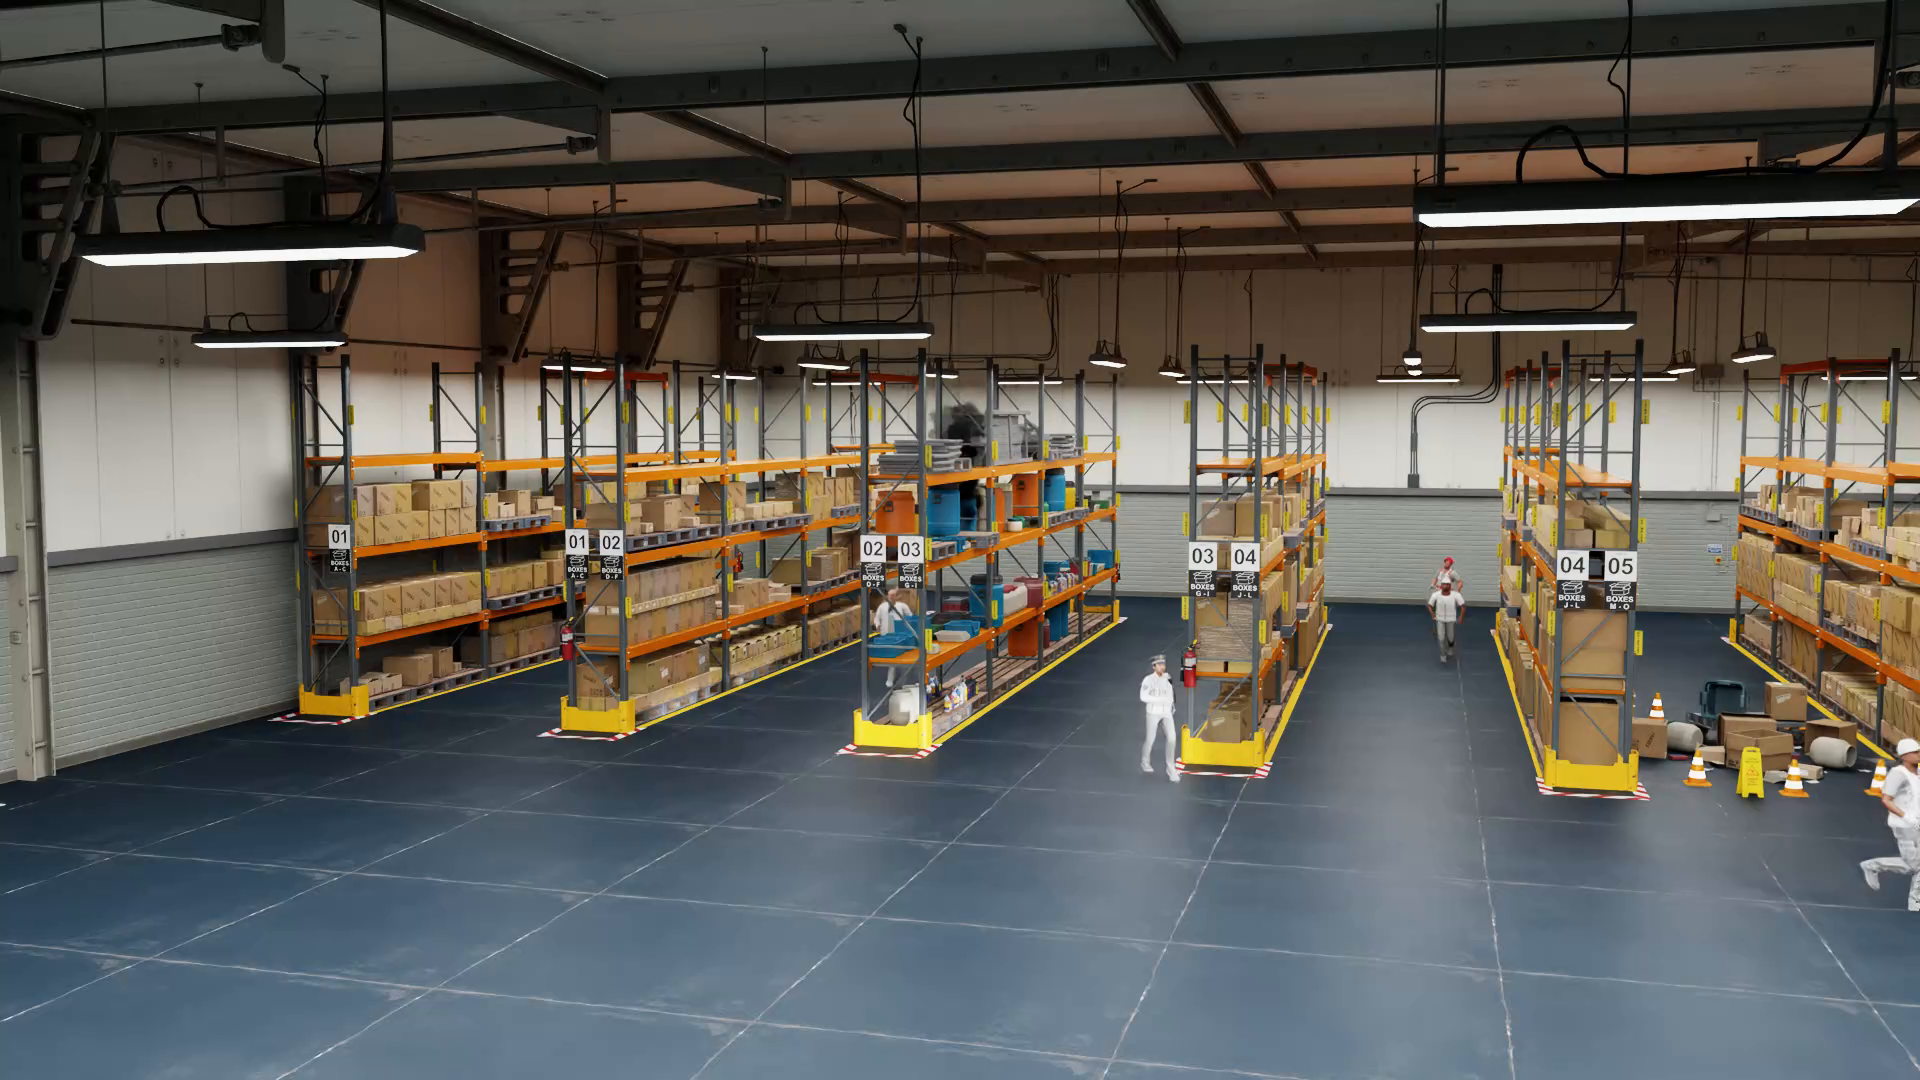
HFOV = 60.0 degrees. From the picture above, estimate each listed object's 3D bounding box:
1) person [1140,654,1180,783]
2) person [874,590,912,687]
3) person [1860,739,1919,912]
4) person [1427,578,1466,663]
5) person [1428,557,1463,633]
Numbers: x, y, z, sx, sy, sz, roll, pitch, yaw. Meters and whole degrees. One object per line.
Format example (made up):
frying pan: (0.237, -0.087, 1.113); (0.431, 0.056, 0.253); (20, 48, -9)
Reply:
person: (2.734, 2.434, 22.924); (0.611, 1.741, 0.729); (-2, 5, -20)
person: (-1.252, 1.809, 31.014); (0.710, 1.776, 0.944); (1, 4, 10)
person: (9.579, 2.877, 16.844); (0.692, 1.751, 0.746); (-3, 5, -35)
person: (9.844, 1.617, 33.682); (0.747, 1.722, 0.616); (1, 5, 18)
person: (11.094, 1.276, 38.245); (0.626, 1.771, 0.723); (-2, 5, -25)
